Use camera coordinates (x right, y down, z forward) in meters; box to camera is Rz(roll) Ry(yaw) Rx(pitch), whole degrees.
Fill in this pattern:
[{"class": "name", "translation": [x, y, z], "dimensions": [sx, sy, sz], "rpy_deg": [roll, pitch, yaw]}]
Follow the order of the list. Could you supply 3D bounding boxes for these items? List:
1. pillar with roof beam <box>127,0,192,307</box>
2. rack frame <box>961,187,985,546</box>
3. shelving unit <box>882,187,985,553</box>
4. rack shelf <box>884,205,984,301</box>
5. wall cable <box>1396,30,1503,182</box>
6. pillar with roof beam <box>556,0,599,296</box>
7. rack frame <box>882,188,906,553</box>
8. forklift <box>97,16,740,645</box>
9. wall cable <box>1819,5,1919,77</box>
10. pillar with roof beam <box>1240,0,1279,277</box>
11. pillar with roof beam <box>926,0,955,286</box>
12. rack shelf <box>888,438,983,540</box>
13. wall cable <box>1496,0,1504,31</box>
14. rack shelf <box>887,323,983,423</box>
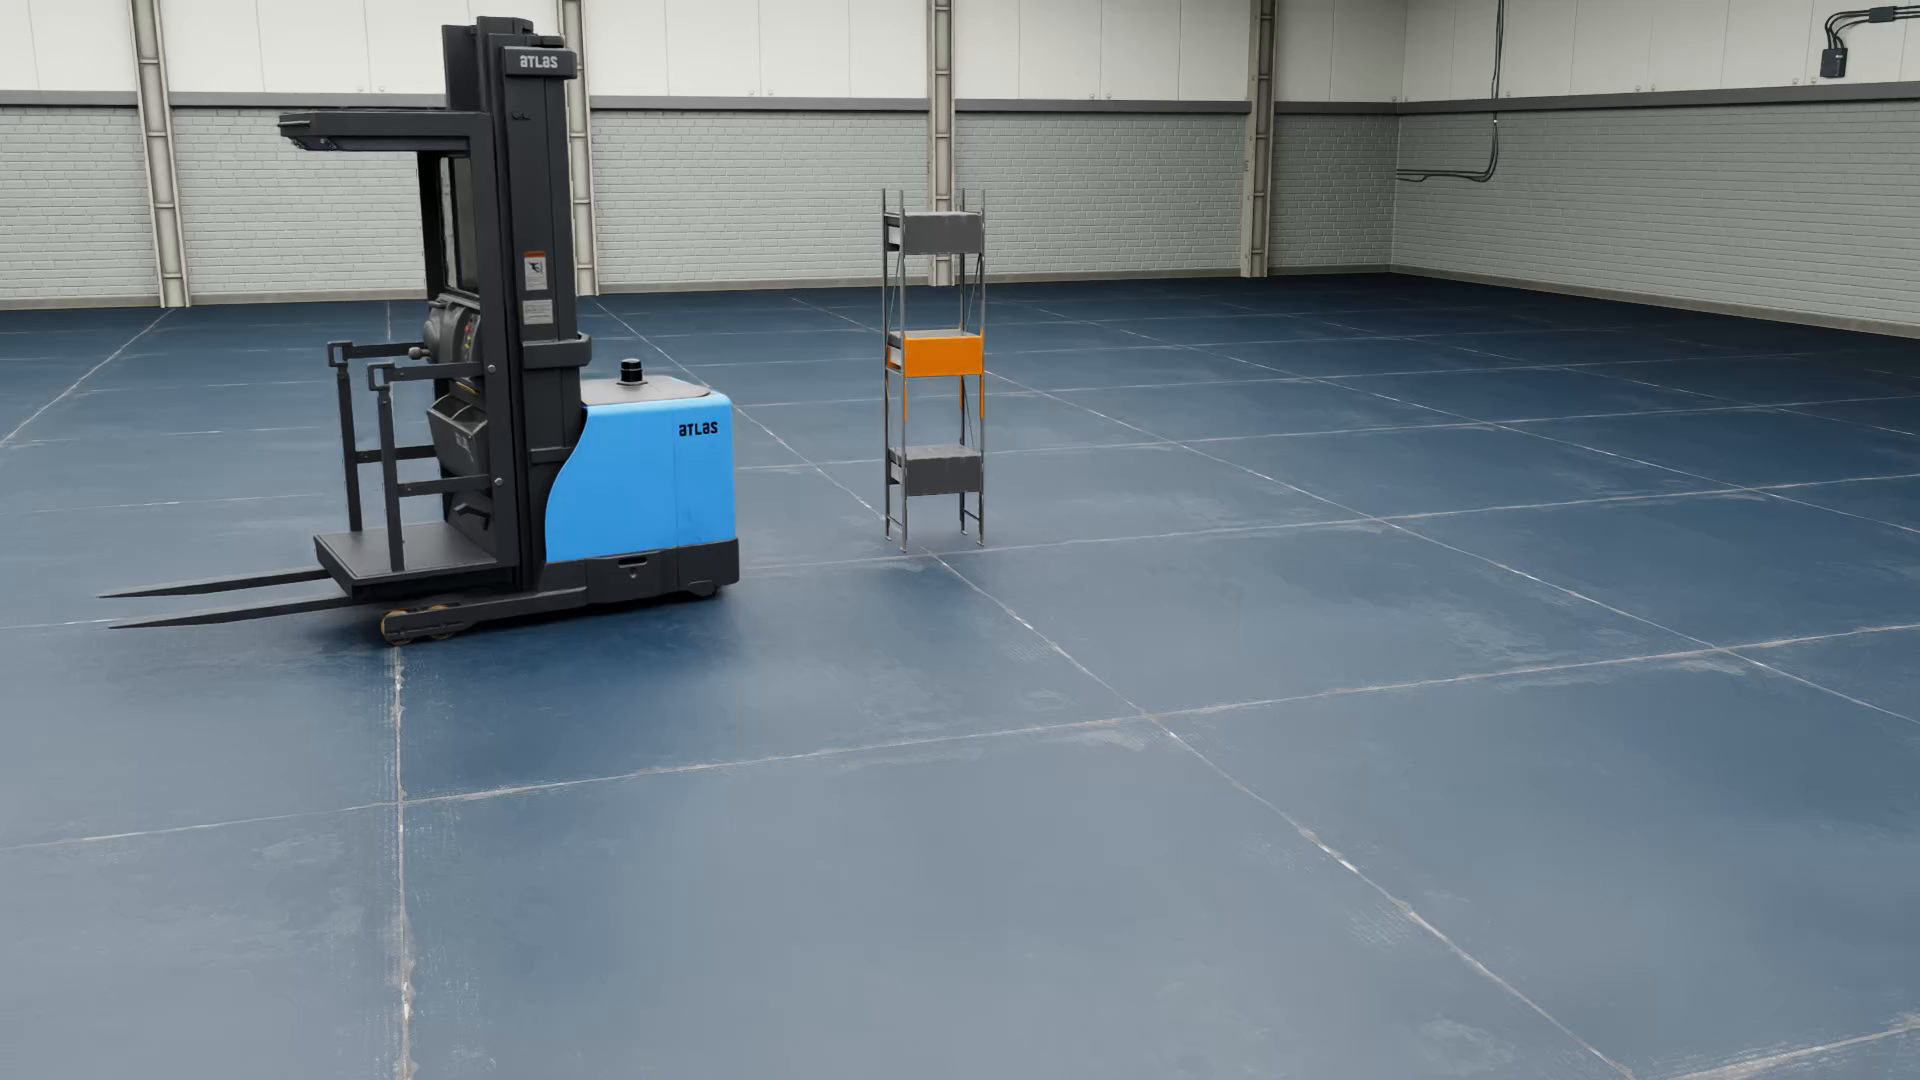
[{"class": "pillar with roof beam", "translation": [-10.322, -6.925, 19.808], "dimensions": [0.400, 9.000, 9.100], "rpy_deg": [-4, 14, -18]}, {"class": "rack frame", "translation": [0.074, -1.027, 9.924], "dimensions": [0.015, 2.100, 0.400], "rpy_deg": [-4, 14, -18]}, {"class": "shelving unit", "translation": [-0.157, -1.009, 9.848], "dimensions": [0.503, 2.100, 0.431], "rpy_deg": [-4, 14, -18]}, {"class": "rack shelf", "translation": [-0.157, -1.677, 9.690], "dimensions": [0.480, 0.518, 0.431], "rpy_deg": [-4, 14, -18]}, {"class": "wall cable", "translation": [8.579, -7.614, 29.417], "dimensions": [0.112, 2.526, 3.097], "rpy_deg": [-4, 14, -18]}, {"class": "pillar with roof beam", "translation": [-4.635, -7.367, 21.670], "dimensions": [0.400, 9.000, 9.100], "rpy_deg": [-4, 14, -18]}, {"class": "rack frame", "translation": [-0.388, -0.991, 9.773], "dimensions": [0.015, 2.100, 0.400], "rpy_deg": [-4, 14, -18]}, {"class": "forklift", "translation": [-2.715, -1.058, 8.255], "dimensions": [3.031, 2.935, 1.130], "rpy_deg": [-8, 15, -29]}, {"class": "wall cable", "translation": [11.592, -8.696, 19.905], "dimensions": [0.169, 6.003, 2.305], "rpy_deg": [-4, 14, -18]}, {"class": "pillar with roof beam", "translation": [6.738, -8.253, 25.393], "dimensions": [0.400, 9.000, 9.100], "rpy_deg": [-4, 14, -18]}, {"class": "pillar with roof beam", "translation": [1.052, -7.810, 23.531], "dimensions": [0.400, 9.000, 9.100], "rpy_deg": [-4, 14, -18]}, {"class": "rack shelf", "translation": [-0.157, -0.315, 10.014], "dimensions": [0.480, 0.518, 0.431], "rpy_deg": [-4, 14, -18]}, {"class": "wall cable", "translation": [9.442, -9.478, 26.338], "dimensions": [0.112, 2.526, 3.097], "rpy_deg": [-4, 14, -18]}, {"class": "rack shelf", "translation": [-0.157, -0.996, 9.852], "dimensions": [0.480, 0.518, 0.431], "rpy_deg": [-4, 14, -18]}]
